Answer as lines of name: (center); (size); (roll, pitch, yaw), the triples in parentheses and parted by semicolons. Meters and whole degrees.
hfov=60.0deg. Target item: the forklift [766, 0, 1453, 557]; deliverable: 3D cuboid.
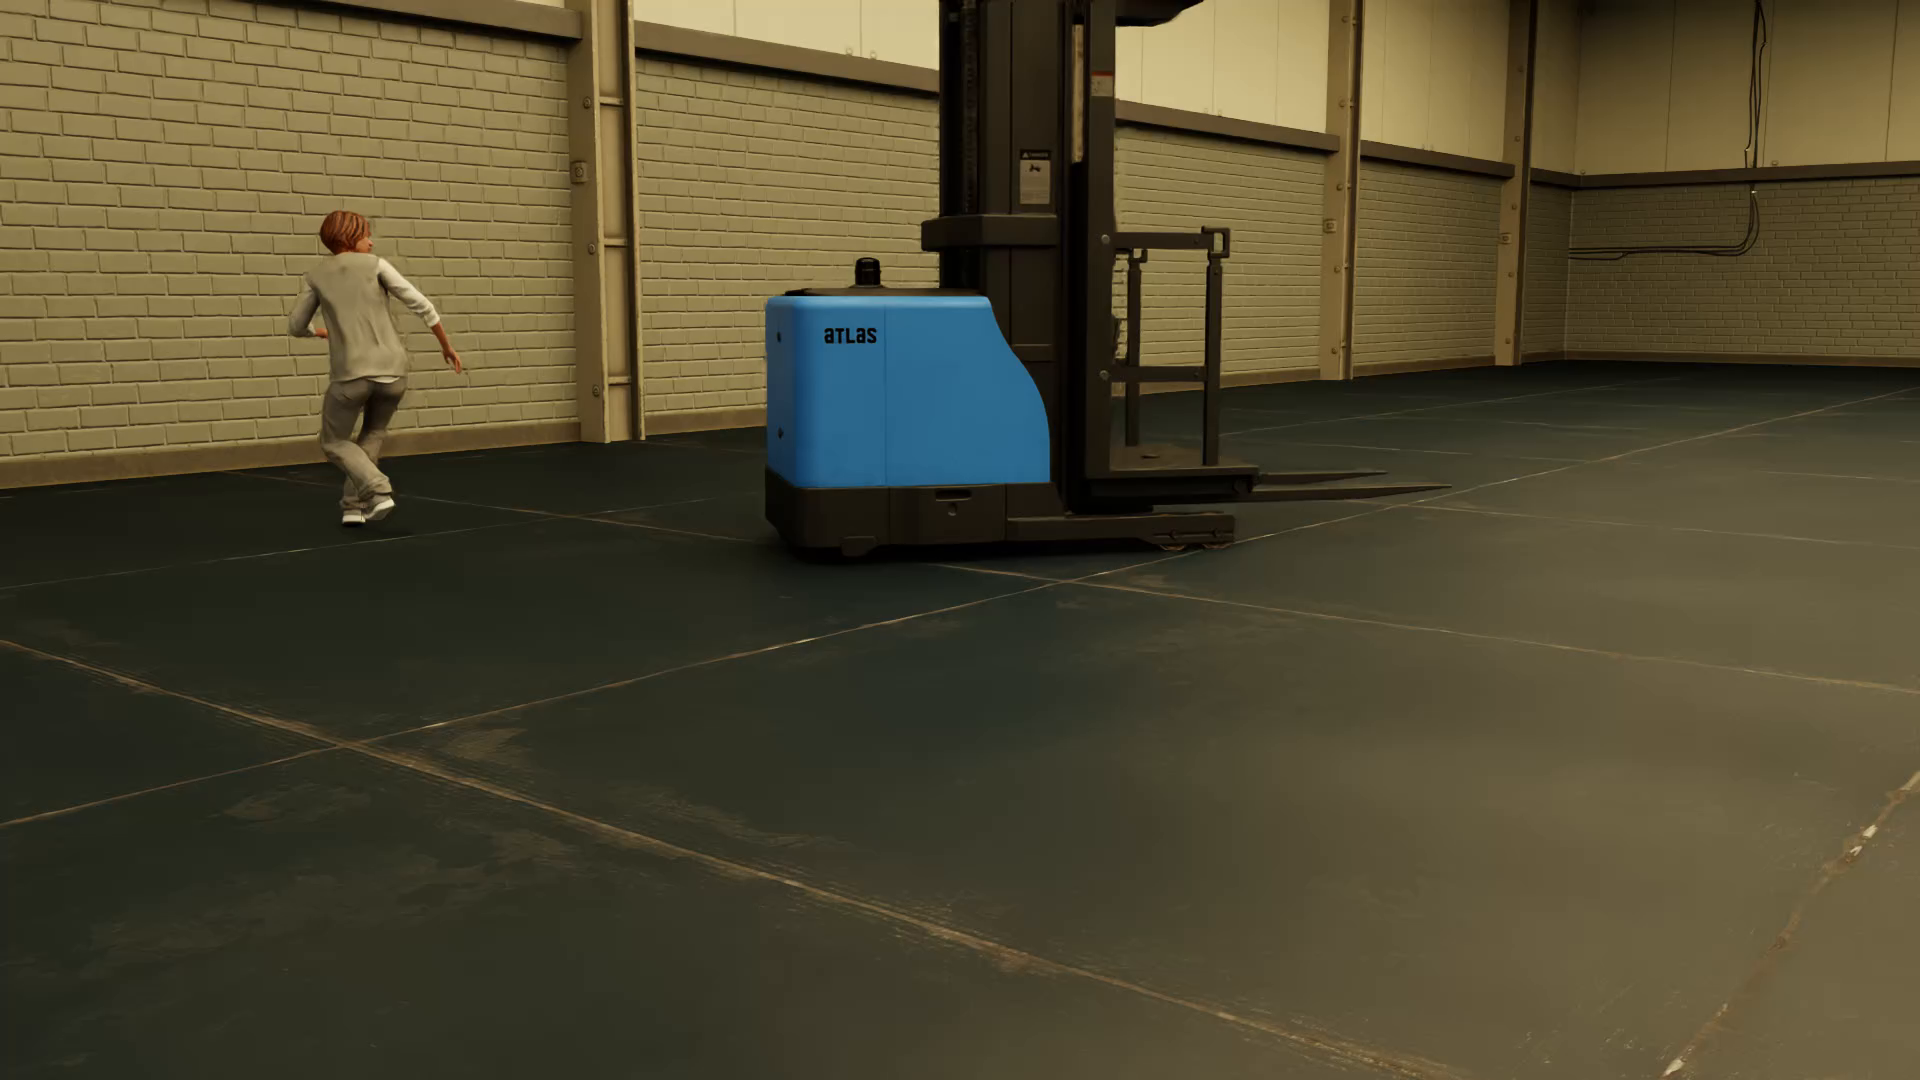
forklift: (0.691, -1.470, 7.327); (3.031, 2.935, 1.130); (-2, 9, -14)

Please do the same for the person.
person: (-2.729, -0.789, 7.784); (0.744, 1.474, 0.775); (-4, 9, -24)
